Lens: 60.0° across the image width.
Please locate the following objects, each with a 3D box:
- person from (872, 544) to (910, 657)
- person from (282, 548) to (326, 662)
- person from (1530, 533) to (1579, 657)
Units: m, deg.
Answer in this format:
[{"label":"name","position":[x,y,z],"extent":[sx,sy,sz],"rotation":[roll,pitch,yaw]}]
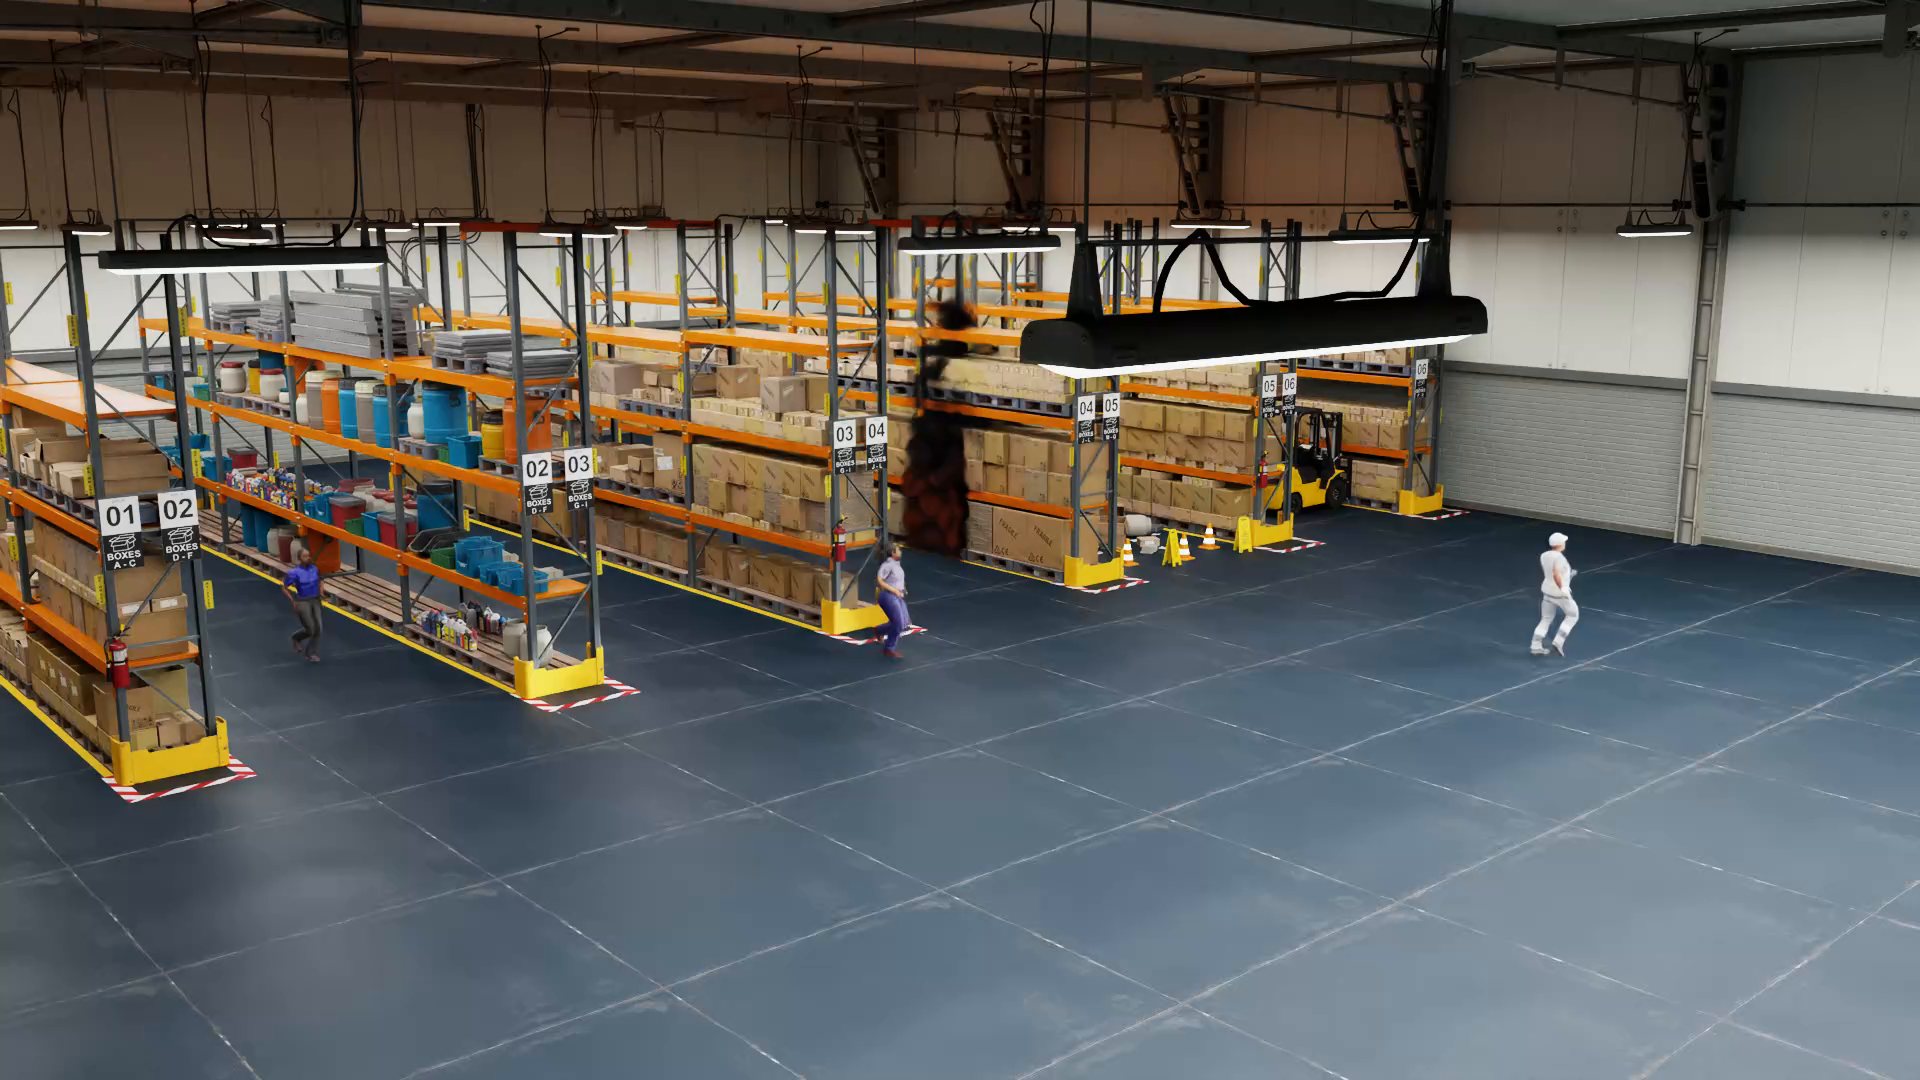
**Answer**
[{"label":"person","position":[-1.006,0.834,23.833],"extent":[0.560,1.574,0.617],"rotation":[4,12,17]},{"label":"person","position":[-9.135,0.915,23.303],"extent":[0.559,1.611,0.575],"rotation":[8,14,35]},{"label":"person","position":[8.444,0.779,23.493],"extent":[0.709,1.792,0.640],"rotation":[-4,12,-20]}]
